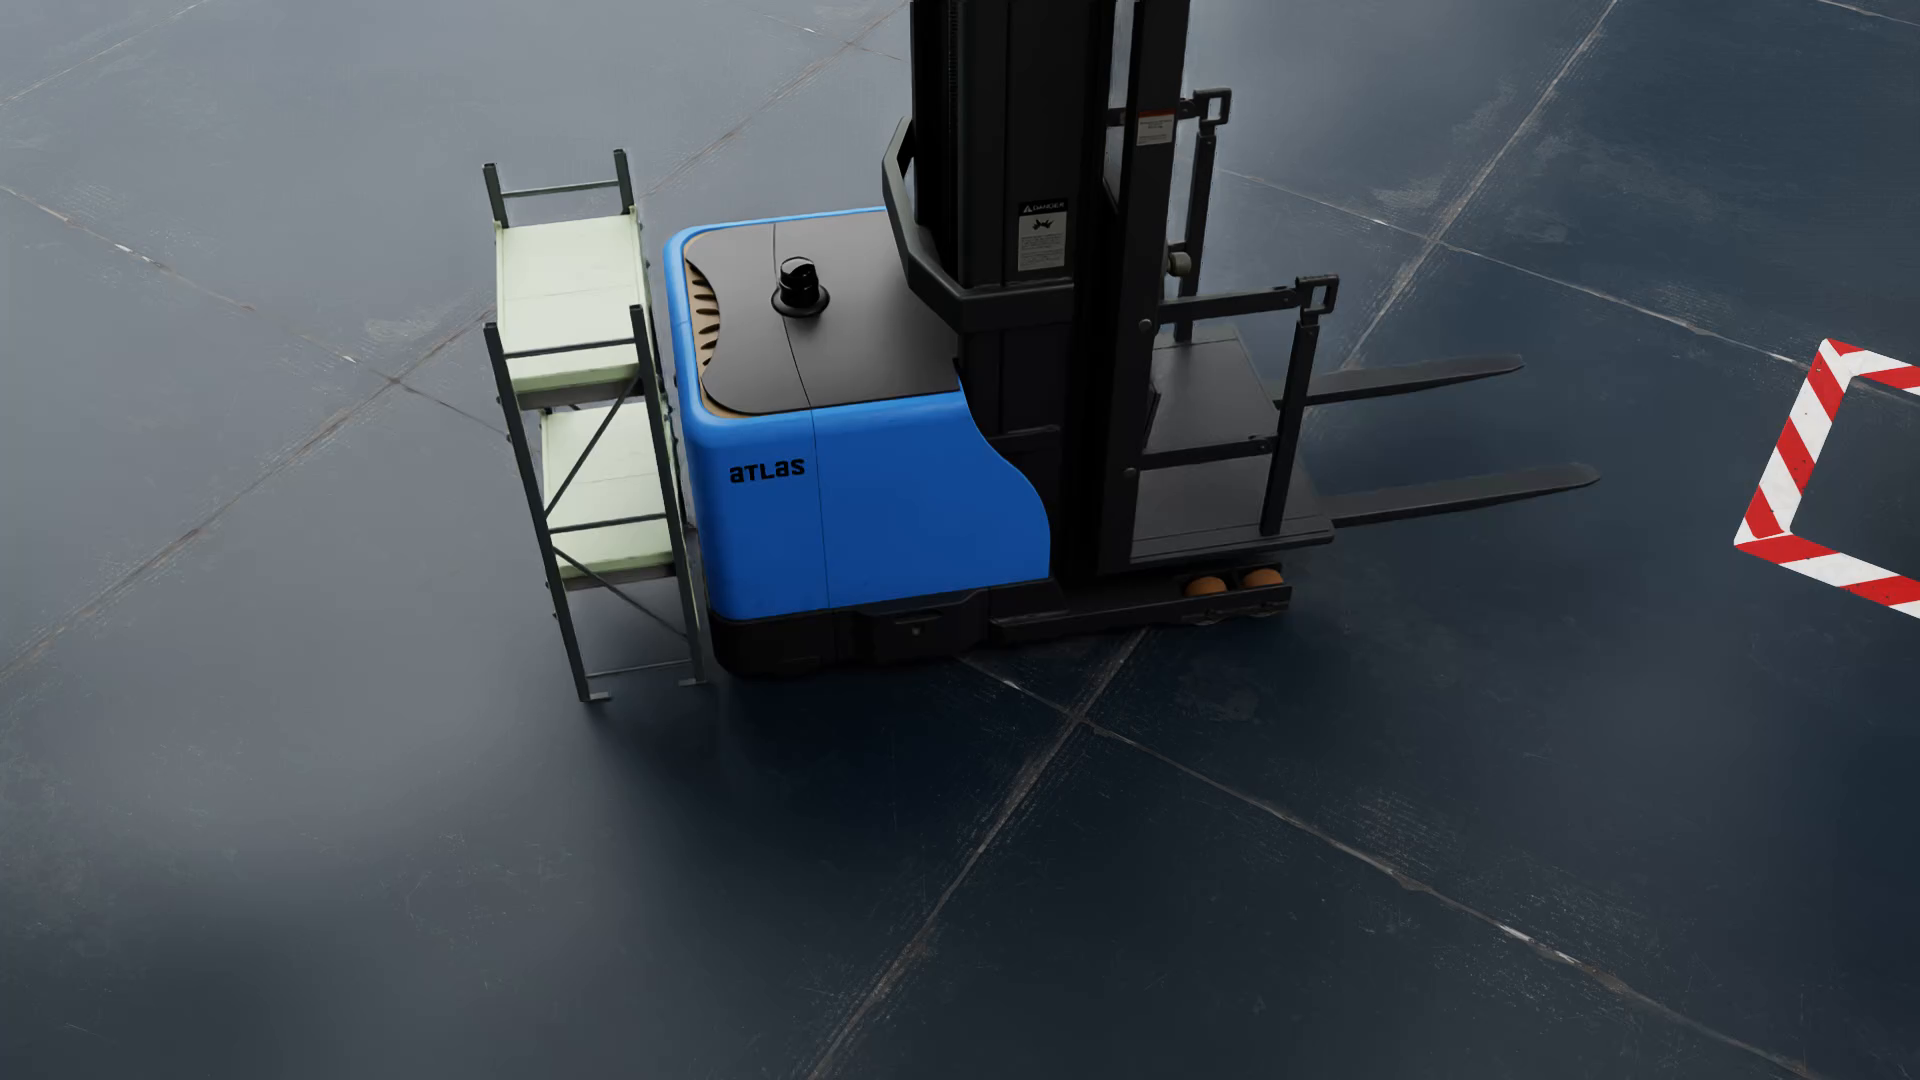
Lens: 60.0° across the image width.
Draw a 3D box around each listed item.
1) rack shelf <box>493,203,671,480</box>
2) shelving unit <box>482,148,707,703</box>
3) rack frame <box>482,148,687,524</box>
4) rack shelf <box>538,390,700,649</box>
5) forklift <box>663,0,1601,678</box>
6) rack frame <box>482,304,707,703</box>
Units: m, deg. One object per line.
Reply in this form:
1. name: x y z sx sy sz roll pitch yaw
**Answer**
1. rack shelf: -1.077 -0.574 4.718 0.431 0.370 0.720 -8 46 -8
2. shelving unit: -1.077 -0.302 4.998 0.431 1.500 0.755 -8 46 -8
3. rack frame: -1.150 -0.559 5.248 0.400 1.500 0.023 -8 46 -8
4. rack shelf: -1.077 -0.075 5.232 0.431 0.370 0.720 -8 46 -8
5. forklift: 0.627 -1.107 4.782 3.031 2.935 1.130 -8 46 -8
6. rack frame: -1.005 -0.045 4.748 0.400 1.500 0.023 -8 46 -8
